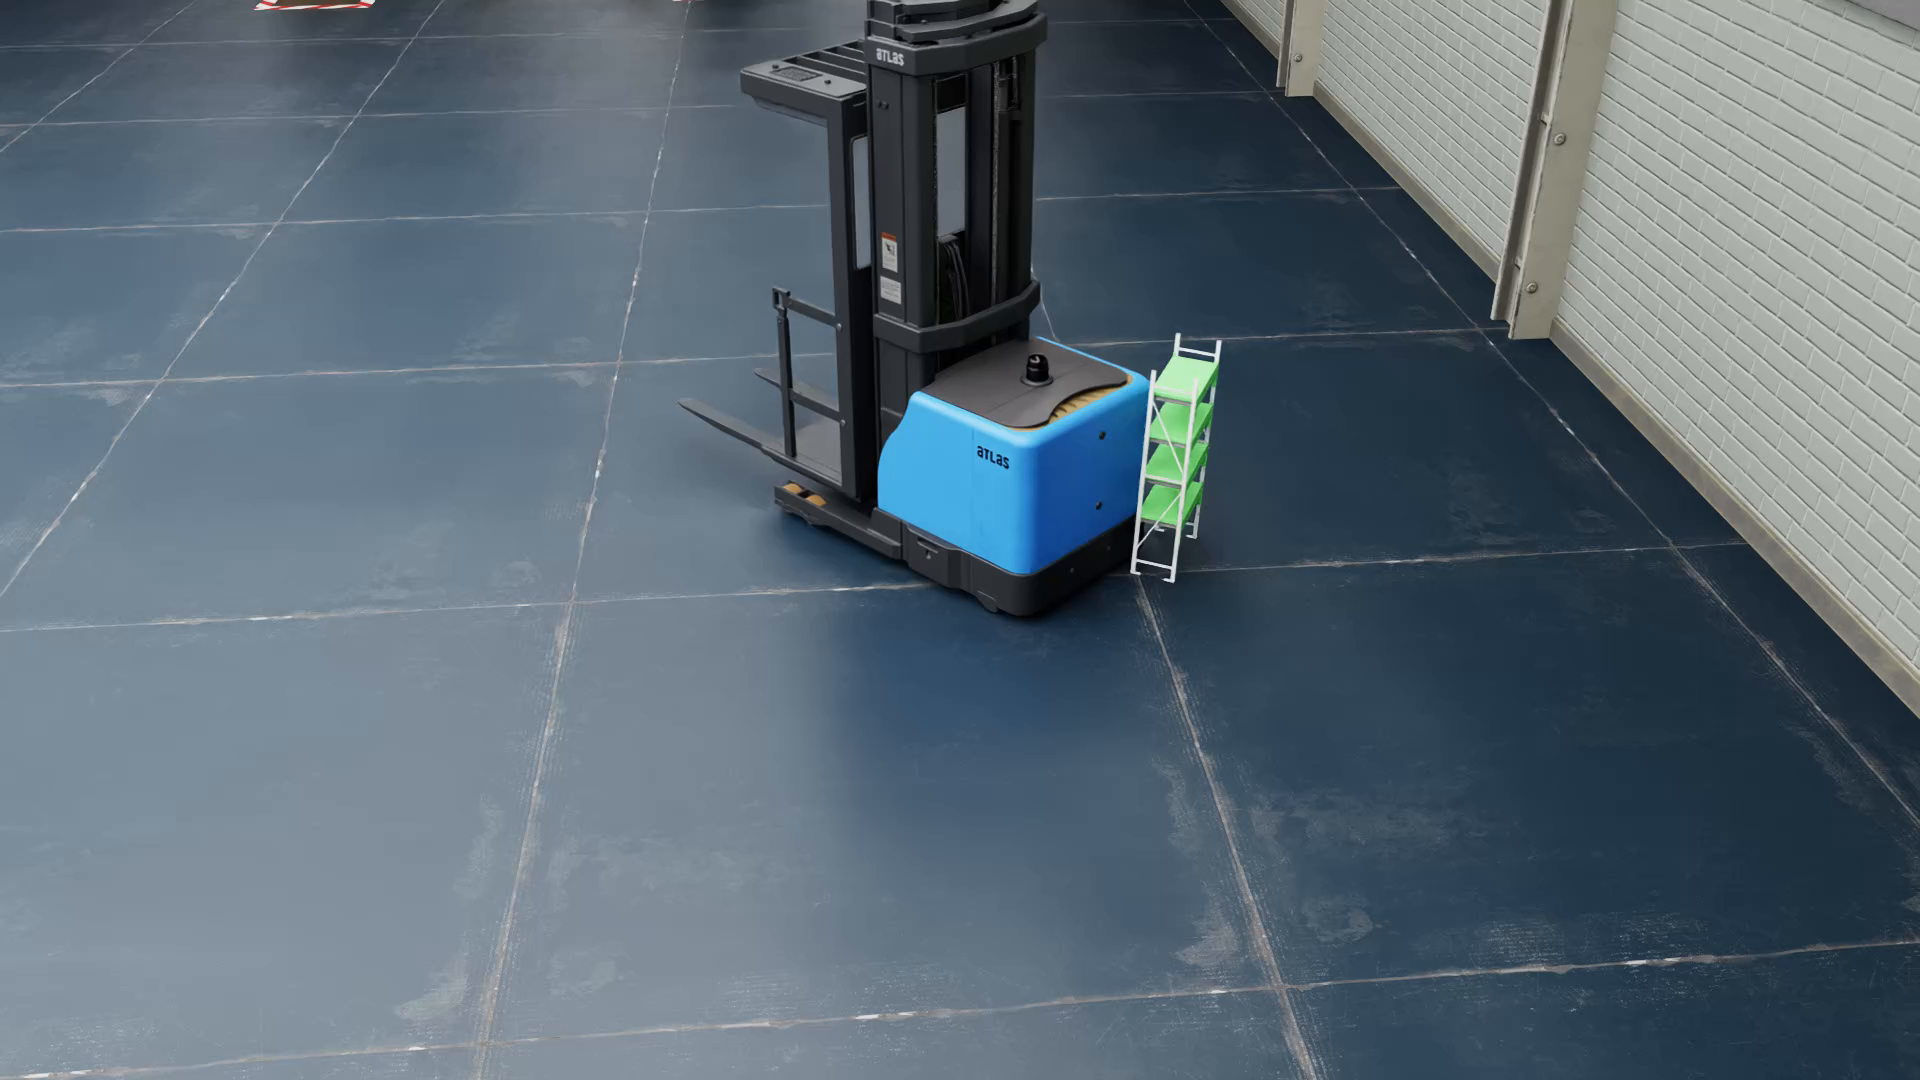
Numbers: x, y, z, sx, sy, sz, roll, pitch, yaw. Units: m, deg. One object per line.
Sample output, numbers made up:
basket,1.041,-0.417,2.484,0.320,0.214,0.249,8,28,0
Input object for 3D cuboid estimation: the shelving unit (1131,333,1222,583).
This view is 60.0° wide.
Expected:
shelving unit,1.138,-0.428,8.787,0.258,1.200,0.503,13,33,17

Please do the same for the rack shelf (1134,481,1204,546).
rack shelf,1.128,-0.169,8.946,0.258,0.148,0.480,13,33,17

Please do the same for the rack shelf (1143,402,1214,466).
rack shelf,1.144,-0.578,8.695,0.258,0.148,0.480,13,33,17

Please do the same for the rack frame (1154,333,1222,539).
rack frame,1.225,-0.545,8.983,0.240,1.200,0.015,13,33,17

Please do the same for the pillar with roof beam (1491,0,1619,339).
pillar with roof beam,-0.311,-5.164,9.120,9.100,9.000,0.400,-3,31,-5

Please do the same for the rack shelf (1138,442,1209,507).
rack shelf,1.136,-0.374,8.820,0.258,0.148,0.480,13,33,17

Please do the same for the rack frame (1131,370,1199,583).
rack frame,1.052,-0.311,8.591,0.240,1.200,0.015,13,33,17

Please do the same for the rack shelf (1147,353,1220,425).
rack shelf,1.153,-0.782,8.569,0.258,0.148,0.480,13,33,17

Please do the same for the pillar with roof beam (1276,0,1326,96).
pillar with roof beam,-0.872,-8.227,14.249,9.100,9.000,0.400,-3,31,-5

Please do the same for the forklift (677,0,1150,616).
forklift,-0.418,-1.516,8.930,3.031,2.935,1.130,26,39,36
